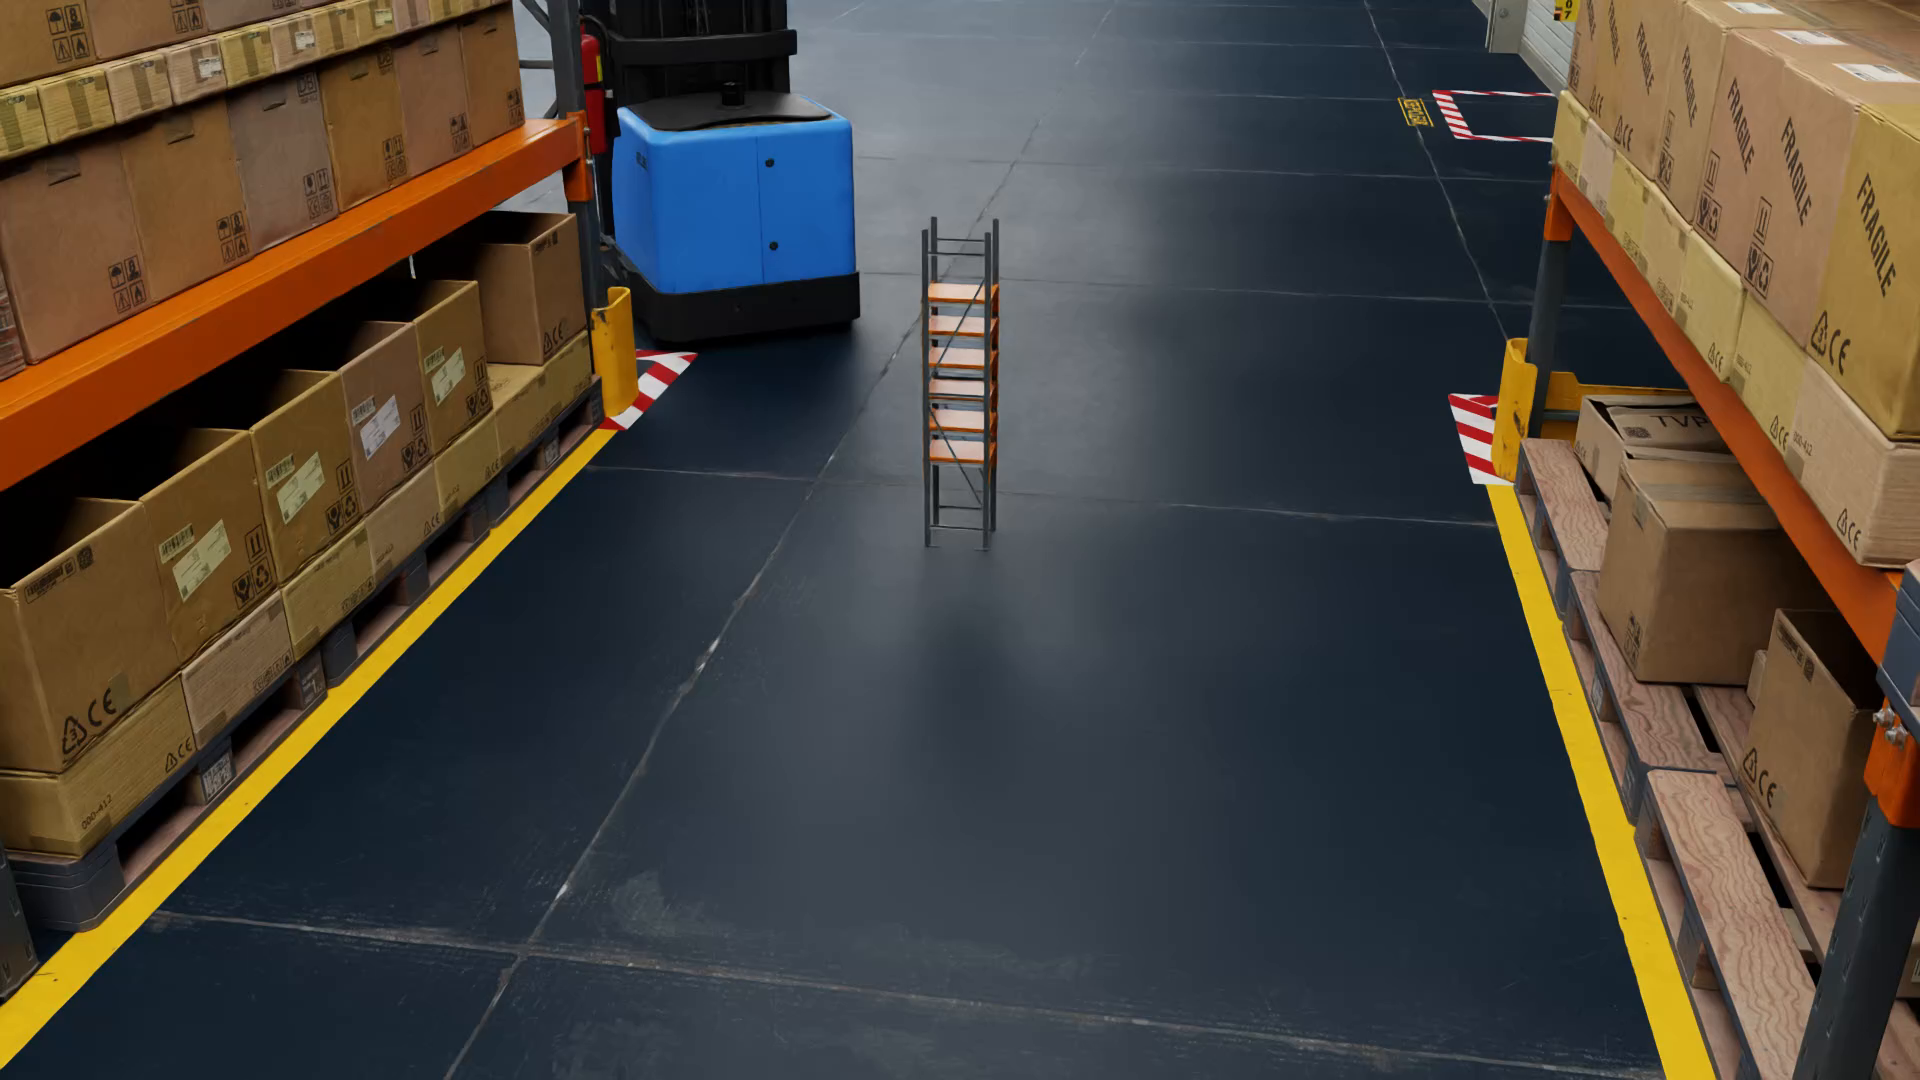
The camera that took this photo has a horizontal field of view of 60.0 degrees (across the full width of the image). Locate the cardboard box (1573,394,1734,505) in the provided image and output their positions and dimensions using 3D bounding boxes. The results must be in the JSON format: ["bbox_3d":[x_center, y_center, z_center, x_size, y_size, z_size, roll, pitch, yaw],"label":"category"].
[{"bbox_3d":[2.607,-0.360,6.134,0.500,0.311,0.500,1,25,3],"label":"cardboard box"}]

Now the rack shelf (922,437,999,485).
[{"bbox_3d":[0.002,-0.292,6.129,0.258,0.103,0.180,4,25,9],"label":"rack shelf"}]

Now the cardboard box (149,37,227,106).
[{"bbox_3d":[-2.291,-1.308,4.622,0.380,0.149,0.250,3,25,7],"label":"cardboard box"}]

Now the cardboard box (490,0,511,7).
[{"bbox_3d":[-1.953,-2.169,6.463,0.380,0.149,0.250,4,25,8],"label":"cardboard box"}]

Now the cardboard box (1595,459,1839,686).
[{"bbox_3d":[2.345,0.096,4.936,0.700,0.500,0.500,2,25,5],"label":"cardboard box"}]

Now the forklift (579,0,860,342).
[{"bbox_3d":[-1.548,-2.898,8.983,1.130,2.935,3.031,-10,27,-20],"label":"forklift"}]

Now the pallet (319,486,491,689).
[{"bbox_3d":[-2.364,0.091,5.806,1.003,0.211,1.213,4,25,9],"label":"pallet"}]

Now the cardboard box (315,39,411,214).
[{"bbox_3d":[-2.336,-1.427,5.642,0.700,0.500,0.500,4,25,9],"label":"cardboard box"}]

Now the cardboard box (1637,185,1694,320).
[{"bbox_3d":[2.171,-0.779,4.529,0.500,0.250,0.500,4,25,9],"label":"cardboard box"}]

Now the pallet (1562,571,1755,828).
[{"bbox_3d":[2.427,0.479,4.977,1.003,0.211,1.213,4,25,9],"label":"pallet"}]

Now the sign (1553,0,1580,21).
[{"bbox_3d":[2.274,-2.091,6.158,0.100,0.325,0.005,4,25,9],"label":"sign"}]

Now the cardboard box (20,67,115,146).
[{"bbox_3d":[-2.375,-1.091,4.160,0.380,0.149,0.250,4,25,8],"label":"cardboard box"}]

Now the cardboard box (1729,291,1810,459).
[{"bbox_3d":[2.023,-0.357,3.627,0.500,0.250,0.500,4,25,9],"label":"cardboard box"}]

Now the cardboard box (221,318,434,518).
[{"bbox_3d":[-2.105,-0.415,5.461,0.500,0.500,0.500,4,25,9],"label":"cardboard box"}]

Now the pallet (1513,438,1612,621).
[{"bbox_3d":[2.629,-0.030,6.064,1.003,0.211,1.213,4,25,9],"label":"pallet"}]

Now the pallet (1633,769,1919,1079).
[{"bbox_3d":[2.230,0.991,3.884,1.003,0.211,1.213,4,25,9],"label":"pallet"}]

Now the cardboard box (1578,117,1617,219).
[{"bbox_3d":[2.345,-1.203,5.434,0.500,0.250,0.500,3,25,7],"label":"cardboard box"}]

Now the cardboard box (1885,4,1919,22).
[{"bbox_3d":[2.687,-1.094,4.317,0.500,0.500,0.500,4,25,9],"label":"cardboard box"}]

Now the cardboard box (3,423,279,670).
[{"bbox_3d":[-2.274,0.003,4.568,0.500,0.500,0.500,4,25,9],"label":"cardboard box"}]

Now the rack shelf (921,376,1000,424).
[{"bbox_3d":[0.002,-0.509,6.027,0.258,0.103,0.180,4,25,9],"label":"rack shelf"}]

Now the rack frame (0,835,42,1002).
[{"bbox_3d":[-2.732,-0.330,3.418,1.000,3.000,0.127,4,25,9],"label":"rack frame"}]

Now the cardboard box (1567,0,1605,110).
[{"bbox_3d":[2.434,-1.764,5.748,0.500,0.500,0.500,4,25,9],"label":"cardboard box"}]

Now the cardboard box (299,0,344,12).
[{"bbox_3d":[-2.338,-1.988,5.312,0.700,0.500,0.500,4,25,9],"label":"cardboard box"}]

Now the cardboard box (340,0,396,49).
[{"bbox_3d":[-2.122,-1.738,5.542,0.380,0.149,0.250,5,26,10],"label":"cardboard box"}]

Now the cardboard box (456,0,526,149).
[{"bbox_3d":[-2.168,-1.854,6.555,0.700,0.500,0.500,4,25,9],"label":"cardboard box"}]

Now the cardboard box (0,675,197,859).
[{"bbox_3d":[-2.358,0.552,4.281,0.500,0.250,0.500,4,25,9],"label":"cardboard box"}]

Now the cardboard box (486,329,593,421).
[{"bbox_3d":[-1.875,-0.703,6.963,0.500,0.250,0.500,4,25,9],"label":"cardboard box"}]

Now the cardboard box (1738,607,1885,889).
[{"bbox_3d":[2.285,0.507,4.058,0.500,0.500,0.500,2,25,5],"label":"cardboard box"}]

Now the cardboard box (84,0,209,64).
[{"bbox_3d":[-2.502,-1.570,4.418,0.700,0.500,0.500,4,25,8],"label":"cardboard box"}]

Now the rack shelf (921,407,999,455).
[{"bbox_3d":[0.002,-0.401,6.078,0.258,0.103,0.180,4,25,9],"label":"rack shelf"}]

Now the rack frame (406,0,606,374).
[{"bbox_3d":[-2.079,-2.003,6.992,1.000,3.000,0.127,4,25,9],"label":"rack frame"}]

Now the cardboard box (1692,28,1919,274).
[{"bbox_3d":[2.096,-0.908,3.920,0.500,0.500,0.500,3,25,7],"label":"cardboard box"}]

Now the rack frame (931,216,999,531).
[{"bbox_3d":[0.017,-0.588,6.090,0.240,1.200,0.006,4,25,9],"label":"rack frame"}]

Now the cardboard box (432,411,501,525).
[{"bbox_3d":[-2.025,-0.284,6.067,0.500,0.250,0.500,4,25,9],"label":"cardboard box"}]

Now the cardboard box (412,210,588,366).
[{"bbox_3d":[-1.873,-1.043,6.803,0.500,0.500,0.500,4,25,9],"label":"cardboard box"}]

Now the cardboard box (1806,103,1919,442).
[{"bbox_3d":[1.927,-0.489,3.024,0.500,0.500,0.500,4,25,8],"label":"cardboard box"}]

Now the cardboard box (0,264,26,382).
[{"bbox_3d":[-2.666,-0.562,3.794,0.700,0.500,0.500,3,25,7],"label":"cardboard box"}]

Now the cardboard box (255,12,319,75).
[{"bbox_3d":[-2.205,-1.521,5.077,0.380,0.149,0.250,4,25,8],"label":"cardboard box"}]

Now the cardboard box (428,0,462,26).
[{"bbox_3d":[-2.036,-1.953,6.001,0.380,0.149,0.250,4,25,8],"label":"cardboard box"}]

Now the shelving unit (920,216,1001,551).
[{"bbox_3d":[0.002,-0.549,6.009,0.258,1.200,0.189,4,25,9],"label":"shelving unit"}]

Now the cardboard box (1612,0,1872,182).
[{"bbox_3d":[2.253,-1.342,4.847,0.500,0.500,0.500,3,25,7],"label":"cardboard box"}]

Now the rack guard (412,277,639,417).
[{"bbox_3d":[-2.075,-0.881,7.543,1.175,0.500,0.348,4,25,9],"label":"rack guard"}]

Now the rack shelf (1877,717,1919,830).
[{"bbox_3d":[1.828,1.174,1.053,1.077,0.370,4.000,4,25,9],"label":"rack shelf"}]

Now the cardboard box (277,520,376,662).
[{"bbox_3d":[-2.184,0.134,5.173,0.500,0.250,0.500,4,25,9],"label":"cardboard box"}]

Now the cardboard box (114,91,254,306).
[{"bbox_3d":[-2.500,-0.992,4.714,0.700,0.500,0.500,4,25,9],"label":"cardboard box"}]
